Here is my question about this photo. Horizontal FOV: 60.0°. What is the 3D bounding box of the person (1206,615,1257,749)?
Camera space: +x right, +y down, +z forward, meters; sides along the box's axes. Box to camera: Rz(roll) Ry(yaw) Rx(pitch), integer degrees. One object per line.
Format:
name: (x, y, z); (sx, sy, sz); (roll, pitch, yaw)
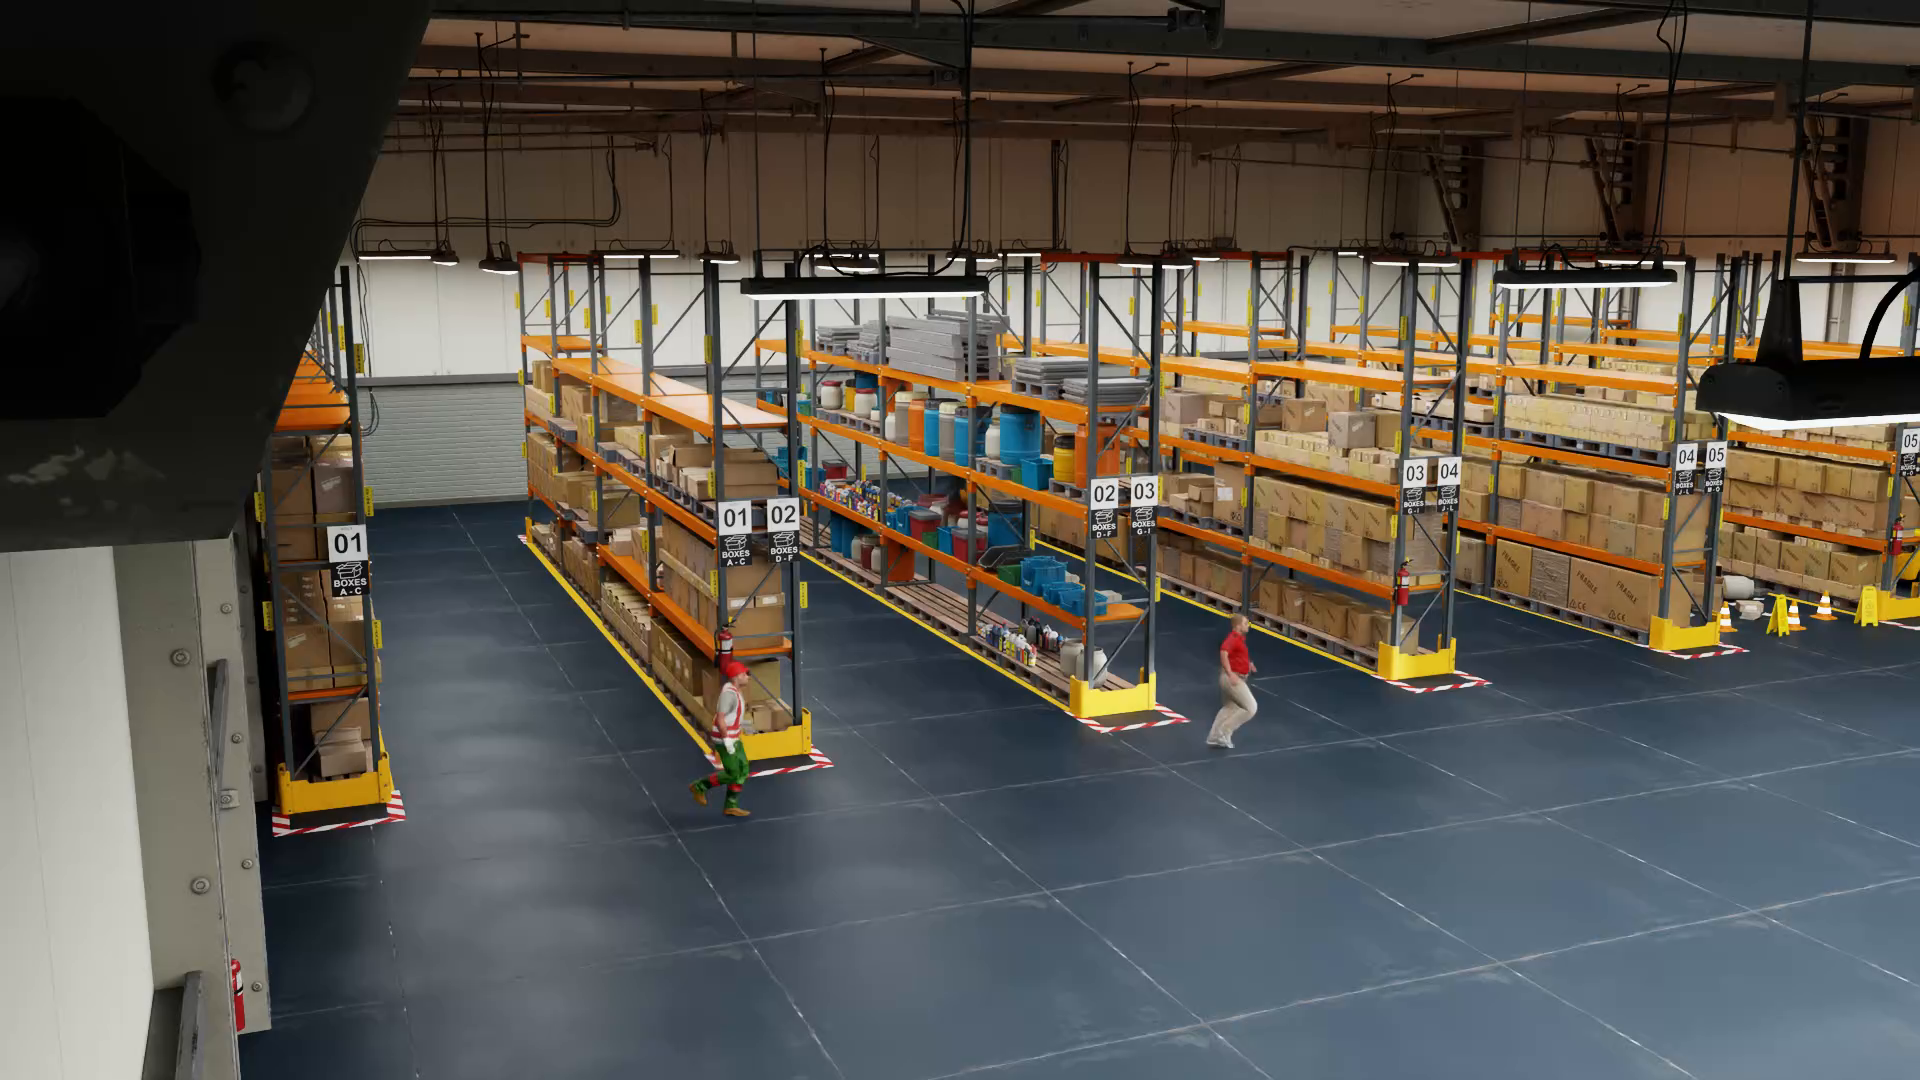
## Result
person: (3.395, 1.770, 20.666); (0.600, 1.702, 0.721); (1, 10, 7)

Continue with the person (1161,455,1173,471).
person: (5.362, -2.222, 42.785); (0.539, 1.568, 0.726); (7, 12, 33)

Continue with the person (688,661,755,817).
person: (-2.643, 2.189, 18.350); (0.723, 1.734, 0.674); (0, 10, -1)
